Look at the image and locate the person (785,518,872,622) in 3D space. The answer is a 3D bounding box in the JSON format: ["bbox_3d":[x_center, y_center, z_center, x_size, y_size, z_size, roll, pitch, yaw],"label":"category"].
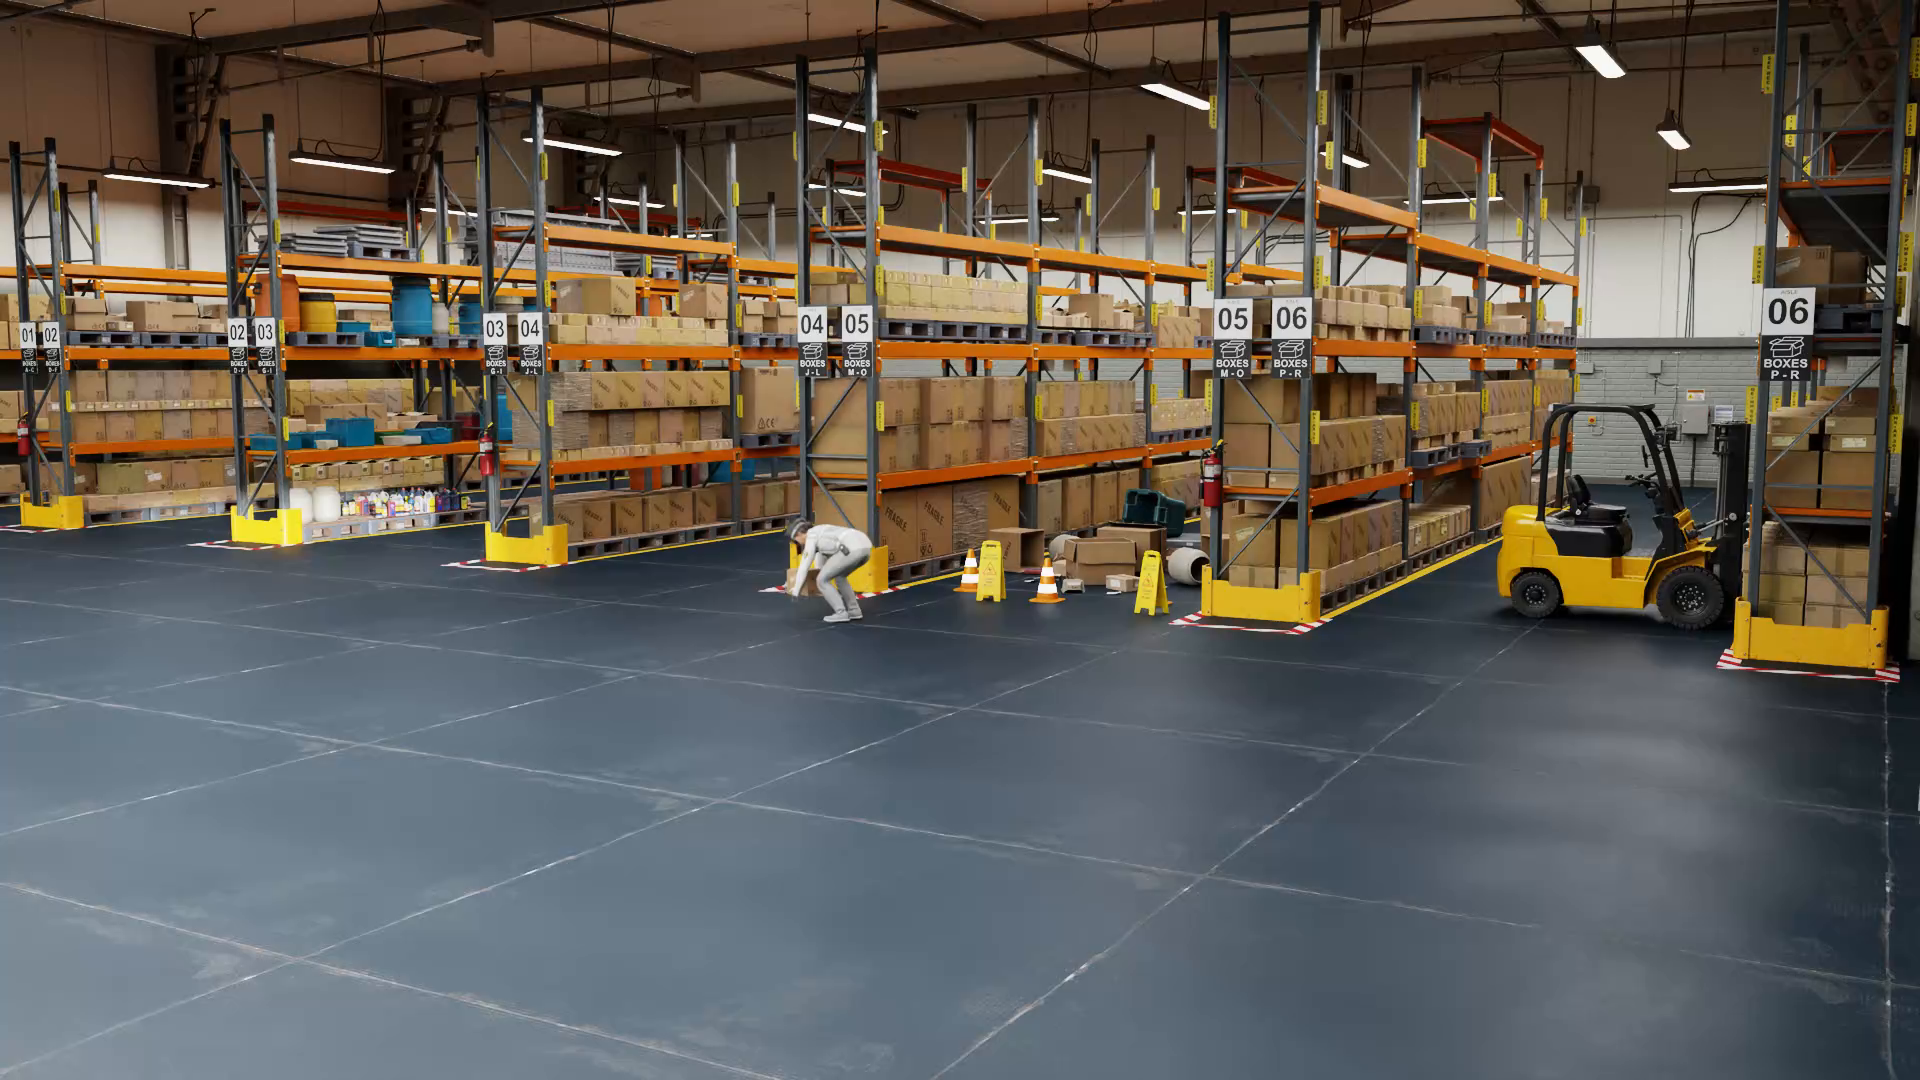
[{"bbox_3d":[-1.326,0.294,16.668,0.921,1.019,0.462,3,7,26],"label":"person"}]
